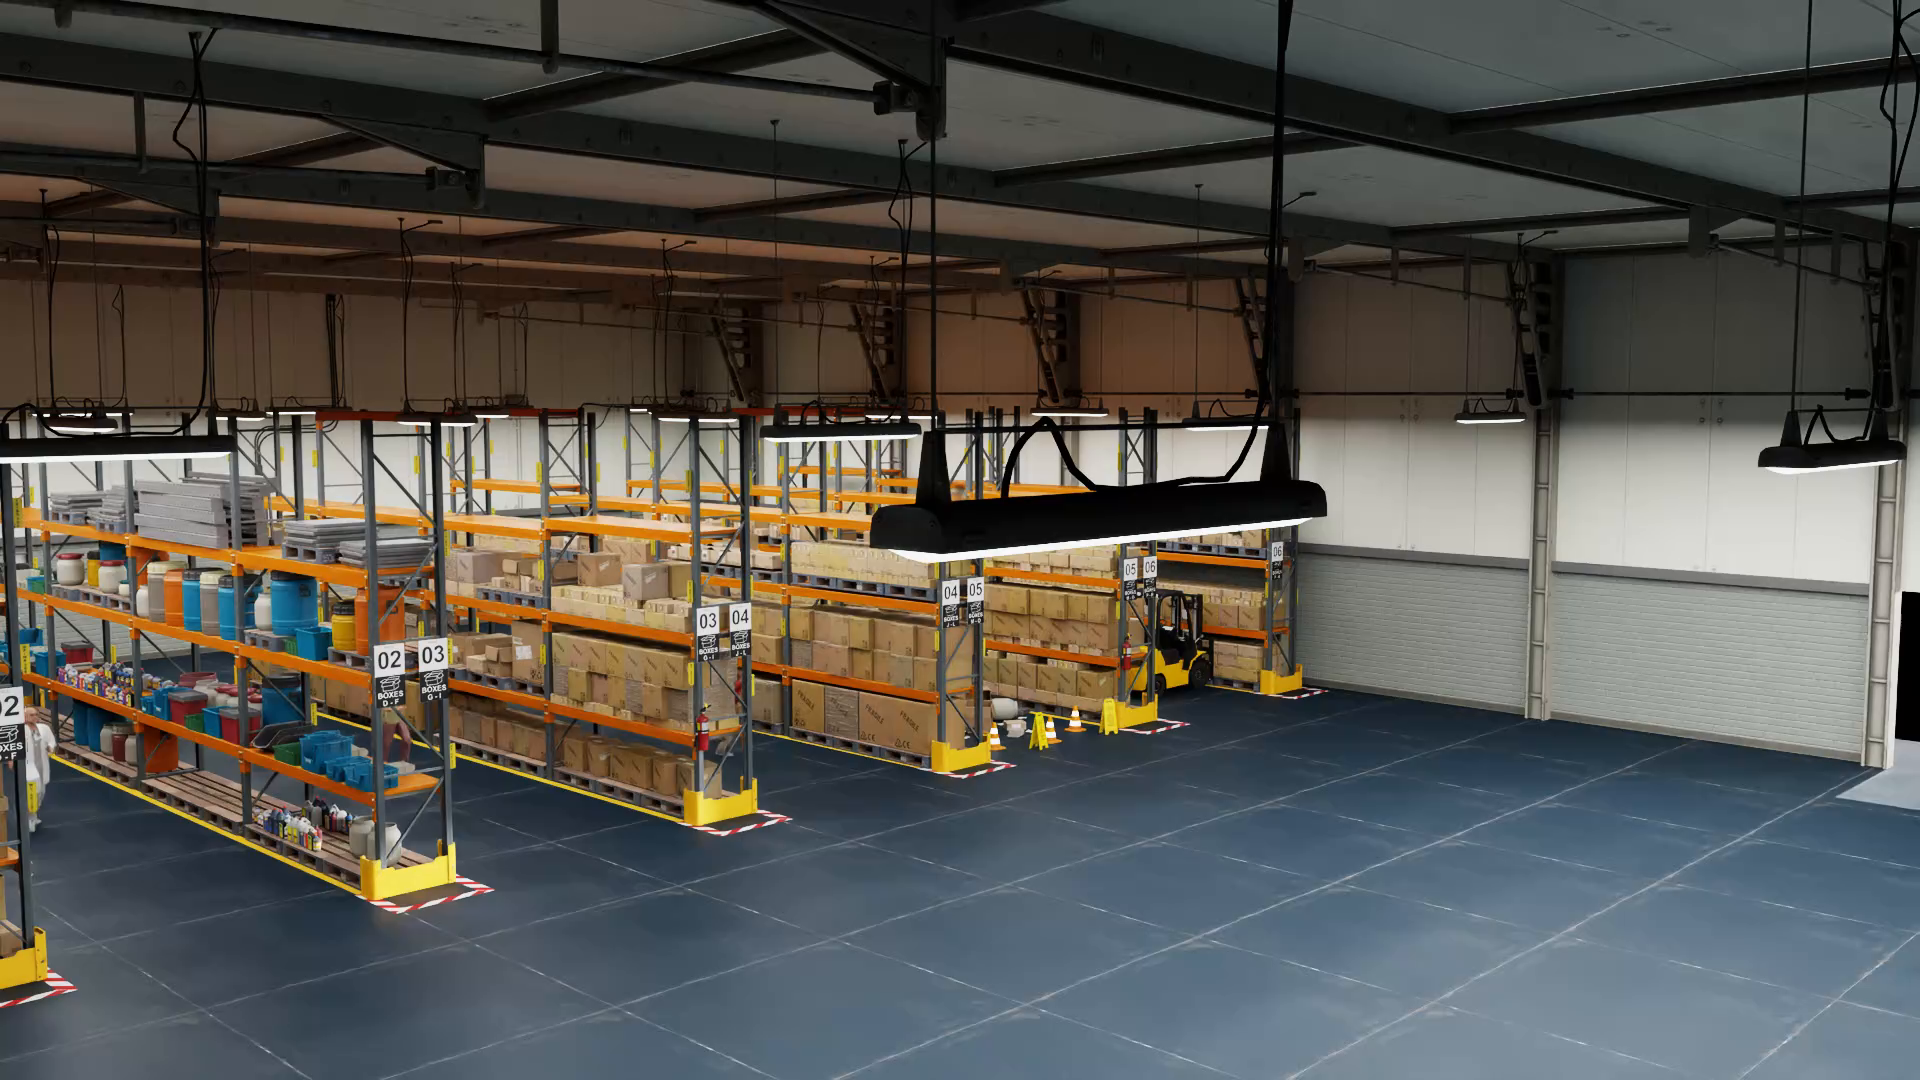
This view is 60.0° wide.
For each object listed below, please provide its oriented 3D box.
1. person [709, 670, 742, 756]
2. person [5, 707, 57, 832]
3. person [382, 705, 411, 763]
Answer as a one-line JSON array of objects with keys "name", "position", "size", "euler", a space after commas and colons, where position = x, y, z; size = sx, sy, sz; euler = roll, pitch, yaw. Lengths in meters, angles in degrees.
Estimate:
[{"name": "person", "position": [-4.090, 3.017, 28.907], "size": [0.887, 1.527, 0.678], "euler": [1, 5, 12]}, {"name": "person", "position": [-13.416, 3.319, 24.064], "size": [0.764, 1.791, 0.702], "euler": [3, 6, 32]}, {"name": "person", "position": [-9.418, 3.050, 27.614], "size": [0.824, 1.722, 0.520], "euler": [4, 7, 41]}]
